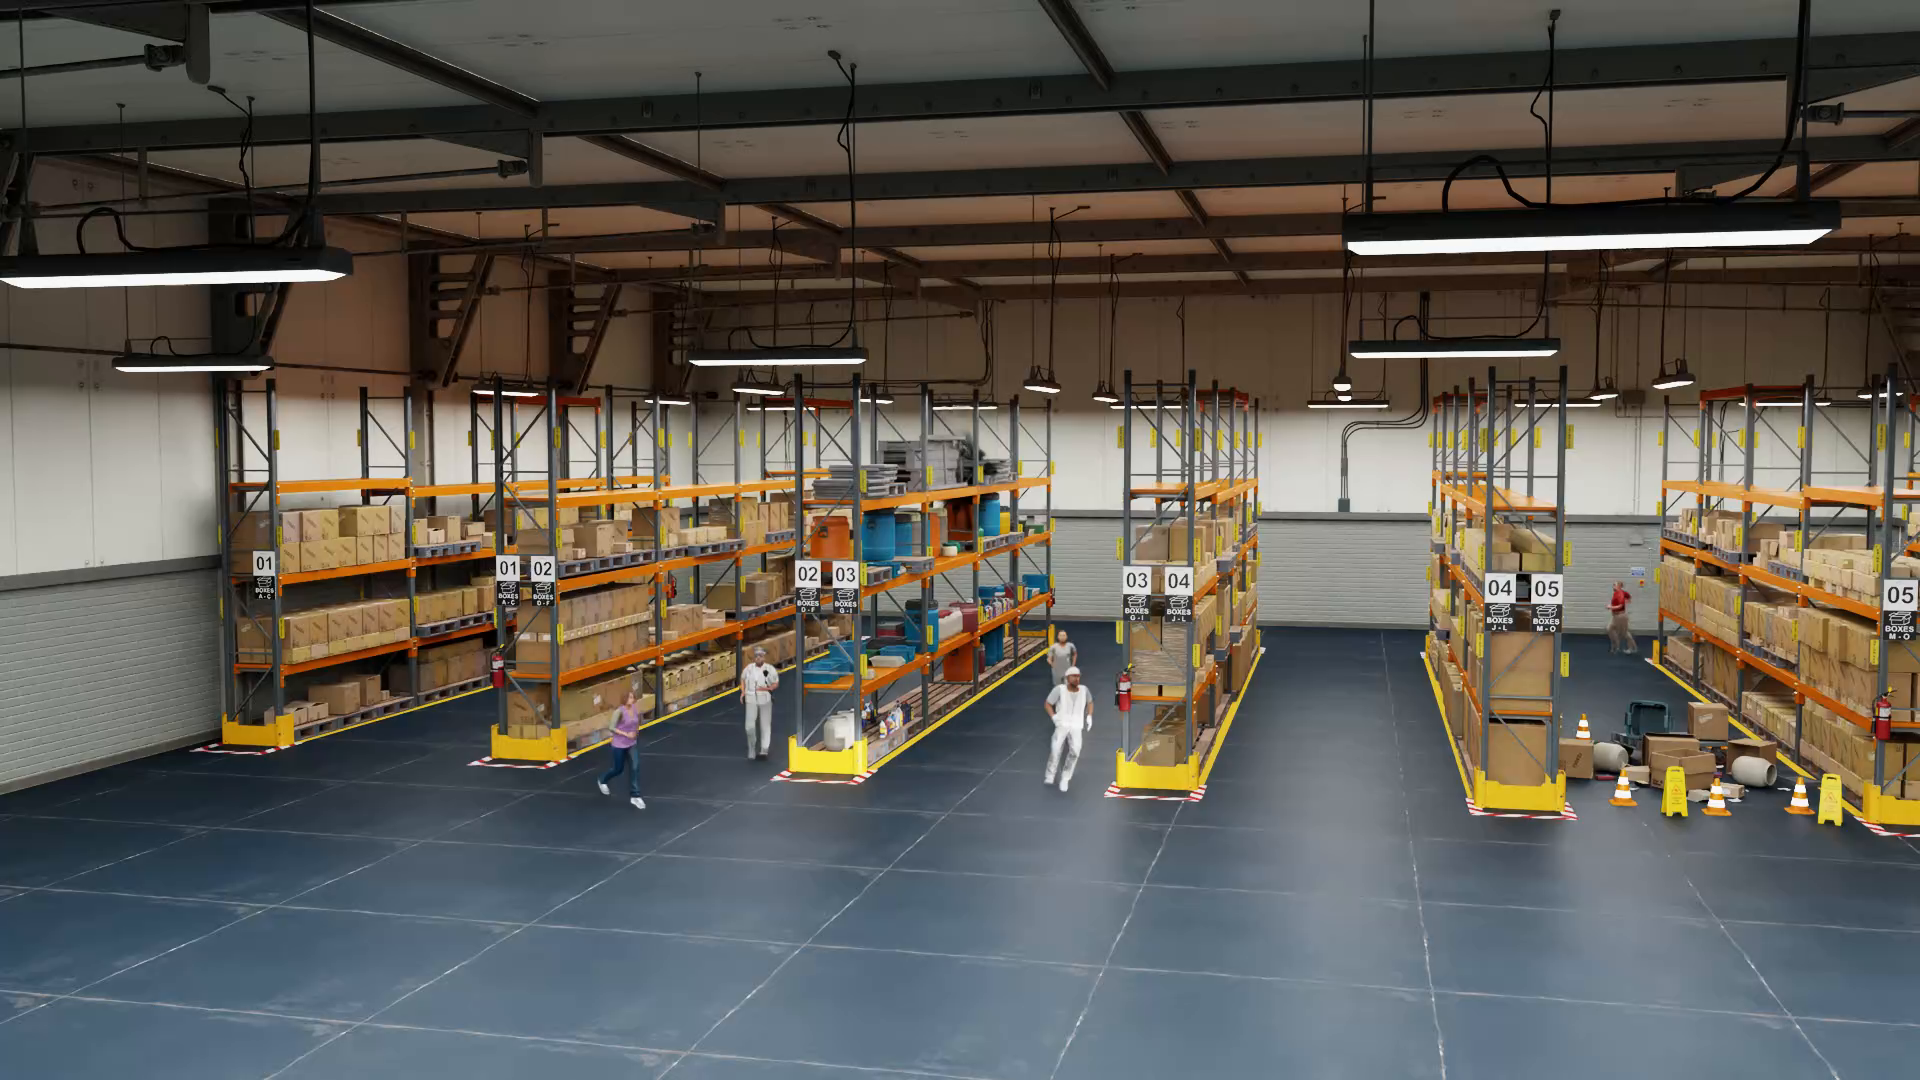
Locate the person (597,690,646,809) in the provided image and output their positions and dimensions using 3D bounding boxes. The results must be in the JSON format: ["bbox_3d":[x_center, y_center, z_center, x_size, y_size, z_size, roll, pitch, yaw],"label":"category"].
[{"bbox_3d":[-4.635,2.837,22.827,0.925,1.594,0.564,2,4,34],"label":"person"}]

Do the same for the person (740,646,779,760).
[{"bbox_3d":[-3.161,2.559,26.083,0.637,1.793,0.684,0,3,0],"label":"person"}]

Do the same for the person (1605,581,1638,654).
[{"bbox_3d":[15.388,1.844,38.657,0.750,1.780,0.675,1,4,15],"label":"person"}]

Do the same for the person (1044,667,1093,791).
[{"bbox_3d":[1.576,2.703,23.886,0.744,1.775,0.655,0,3,-5],"label":"person"}]

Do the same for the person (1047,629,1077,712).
[{"bbox_3d":[1.816,2.396,29.616,0.550,1.651,0.926,0,3,-2],"label":"person"}]
